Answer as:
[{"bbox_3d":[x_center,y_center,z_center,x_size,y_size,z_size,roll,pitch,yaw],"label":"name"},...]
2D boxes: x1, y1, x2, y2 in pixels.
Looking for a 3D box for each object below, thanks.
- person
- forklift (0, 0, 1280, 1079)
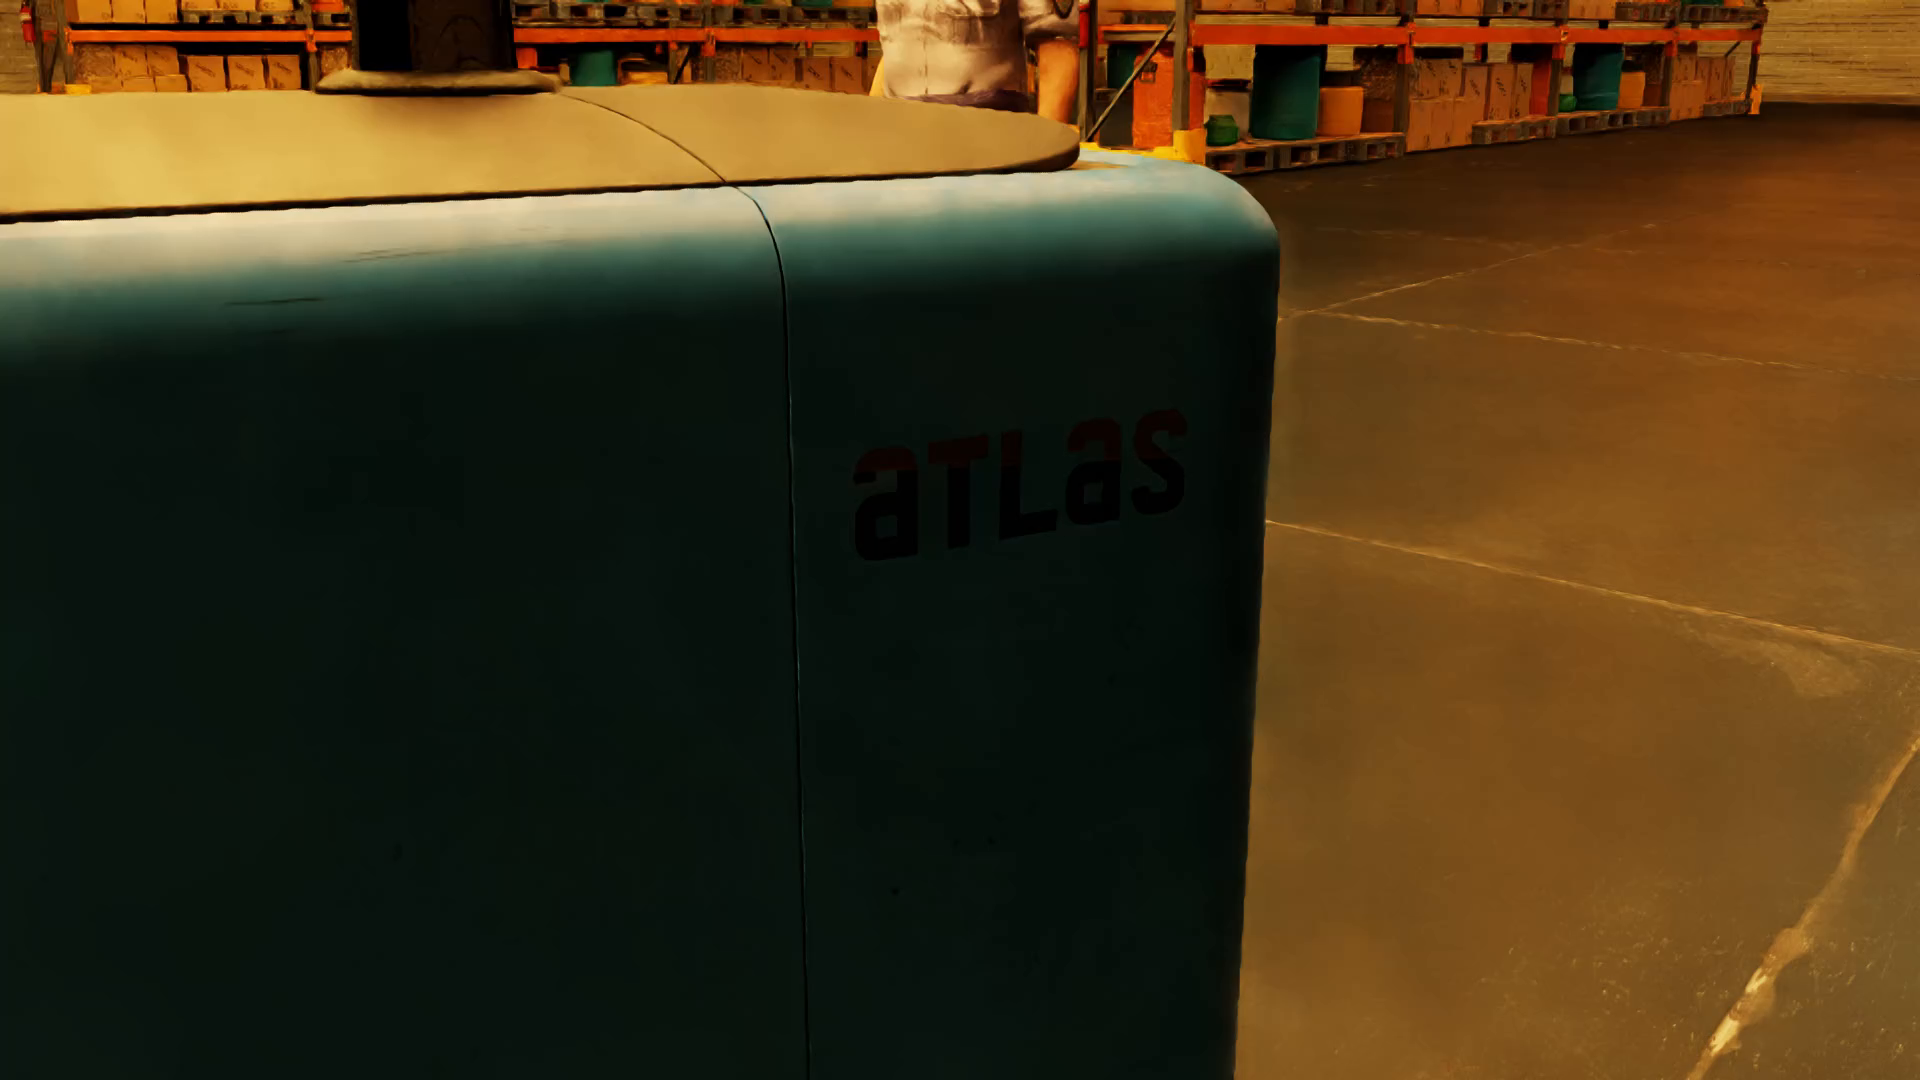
[{"bbox_3d":[-0.075,-0.774,3.650,0.599,1.640,0.502,13,21,37],"label":"person"},{"bbox_3d":[-1.328,-0.493,0.520,3.031,2.935,1.130,-10,19,-29],"label":"forklift"}]
